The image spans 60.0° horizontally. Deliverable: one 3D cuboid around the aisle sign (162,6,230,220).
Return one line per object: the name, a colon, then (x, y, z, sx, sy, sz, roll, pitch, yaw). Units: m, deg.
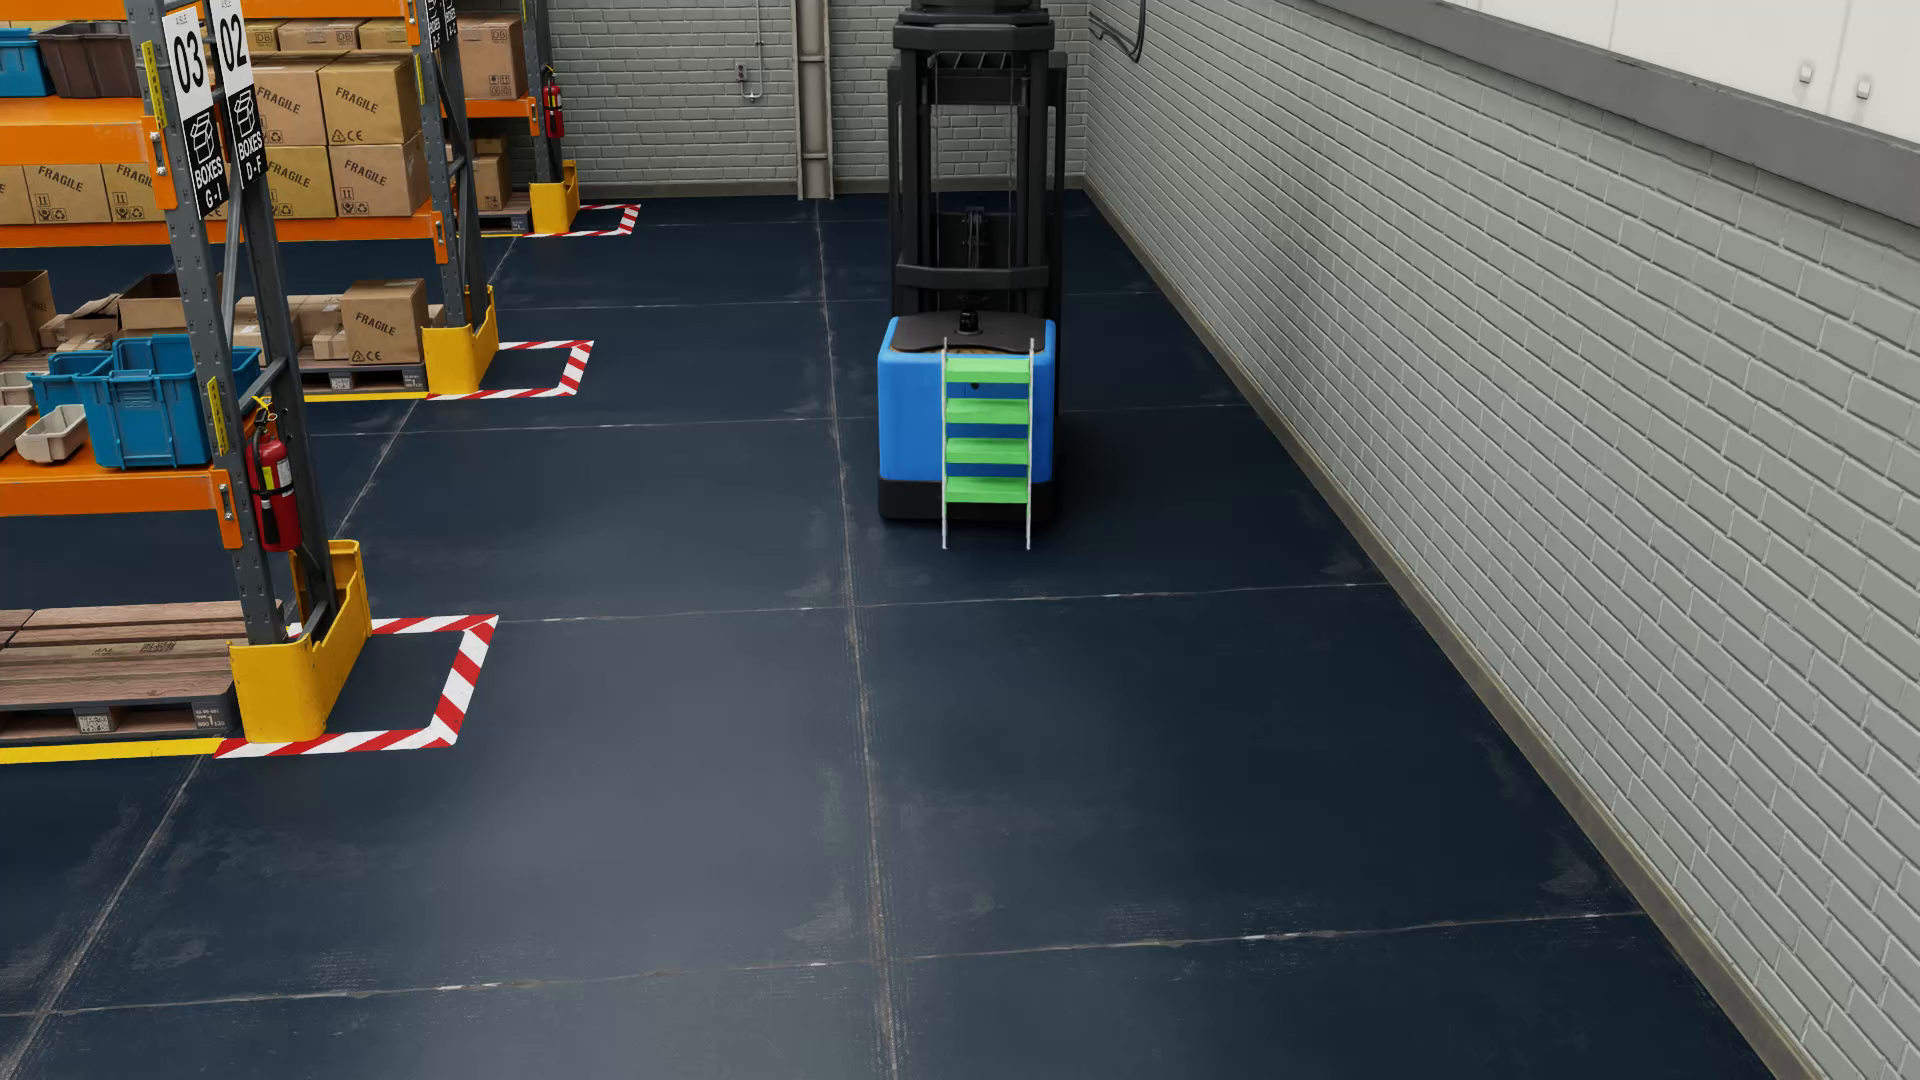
aisle sign: (-3.104, -1.740, 6.772, 0.004, 0.787, 0.394, -2, 24, -5)

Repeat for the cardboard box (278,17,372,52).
cardboard box: (-6.168, -4.725, 16.317, 0.700, 0.700, 0.980, -3, 24, -8)

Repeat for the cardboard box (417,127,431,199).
cardboard box: (-4.155, -2.805, 12.244, 0.500, 0.500, 0.500, -2, 24, -4)

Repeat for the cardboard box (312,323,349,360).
cardboard box: (-4.617, -1.476, 12.323, 0.250, 0.166, 0.380, -2, 24, -5)

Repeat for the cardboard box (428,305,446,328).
cardboard box: (-4.138, -1.691, 12.829, 0.250, 0.149, 0.380, -2, 24, -5)

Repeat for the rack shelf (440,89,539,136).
rack shelf: (-6.169, -4.264, 16.535, 4.000, 0.370, 1.077, -2, 24, -5)

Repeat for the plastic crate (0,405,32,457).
plastic crate: (-4.288, -0.463, 7.350, 0.243, 0.136, 0.396, -2, 24, -5)

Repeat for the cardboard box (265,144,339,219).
cardboard box: (-4.623, -2.566, 11.707, 0.500, 0.500, 0.500, -2, 24, -5)

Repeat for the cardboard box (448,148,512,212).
cardboard box: (-4.865, -3.654, 16.838, 0.500, 0.500, 0.700, -2, 24, -5)

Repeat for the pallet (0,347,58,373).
pallet: (-6.985, -1.263, 12.332, 1.213, 0.211, 1.003, -2, 24, -5)

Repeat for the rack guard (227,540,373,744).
rack guard: (-3.182, 0.468, 8.081, 0.348, 0.500, 1.175, -2, 24, -5)

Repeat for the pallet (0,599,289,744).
pallet: (-4.029, 0.624, 8.087, 1.213, 0.211, 1.003, -2, 24, -5)

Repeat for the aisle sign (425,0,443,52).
aisle sign: (-3.590, -3.737, 11.264, 0.004, 0.787, 0.394, -2, 24, -5)

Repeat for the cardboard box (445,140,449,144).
cardboard box: (-5.230, -3.861, 16.505, 0.250, 0.149, 0.380, -2, 24, -4)

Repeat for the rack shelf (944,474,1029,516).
rack shelf: (0.156, -0.261, 9.609, 0.480, 0.148, 0.258, 1, 24, 2)

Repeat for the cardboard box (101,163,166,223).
cardboard box: (-5.621, -2.528, 11.622, 0.500, 0.500, 0.500, -3, 24, -6)

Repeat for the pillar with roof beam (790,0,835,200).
pillar with roof beam: (-1.154, -6.131, 12.465, 0.400, 9.000, 9.100, -2, 24, -5)

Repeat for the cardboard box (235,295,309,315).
cardboard box: (-5.252, -1.668, 12.653, 0.500, 0.250, 0.500, -2, 24, -5)

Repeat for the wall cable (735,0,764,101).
wall cable: (-2.997, -5.570, 17.338, 1.851, 1.984, 0.084, -2, 24, -5)

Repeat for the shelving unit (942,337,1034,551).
shelving unit: (0.156, -0.539, 9.485, 0.503, 1.200, 0.258, 1, 24, 2)

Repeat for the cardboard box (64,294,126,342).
cardboard box: (-6.383, -1.650, 12.539, 0.500, 0.311, 0.500, -2, 24, -5)

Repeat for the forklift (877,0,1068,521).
forklift: (0.119, -2.007, 10.656, 1.130, 2.935, 3.031, 1, 24, 3)

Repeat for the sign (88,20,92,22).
sign: (-8.096, -4.787, 15.498, 0.005, 0.325, 0.100, -2, 24, -5)

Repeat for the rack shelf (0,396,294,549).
rack shelf: (-5.195, -0.259, 7.526, 4.000, 0.370, 1.077, -2, 24, -5)

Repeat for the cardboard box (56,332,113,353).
cardboard box: (-6.370, -1.385, 12.119, 0.250, 0.166, 0.380, -2, 24, -5)

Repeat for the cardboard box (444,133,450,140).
cardboard box: (-5.265, -4.015, 16.853, 0.250, 0.149, 0.380, -2, 24, -5)

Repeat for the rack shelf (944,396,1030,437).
rack shelf: (0.156, -0.700, 9.414, 0.480, 0.148, 0.258, 1, 24, 2)

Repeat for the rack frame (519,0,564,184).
rack frame: (-4.179, -4.672, 16.569, 0.127, 3.000, 1.000, -2, 24, -5)

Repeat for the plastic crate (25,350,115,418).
plastic crate: (-4.138, -0.716, 7.800, 0.300, 0.233, 0.416, -2, 24, -5)

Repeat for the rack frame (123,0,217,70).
rack frame: (-3.205, -3.409, 6.341, 0.127, 3.000, 1.000, -2, 24, -5)

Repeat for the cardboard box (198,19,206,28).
cardboard box: (-7.618, -4.665, 16.183, 0.700, 0.700, 0.980, -2, 24, -4)

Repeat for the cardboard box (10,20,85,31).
cardboard box: (-8.599, -4.924, 15.698, 0.500, 0.250, 0.500, -2, 24, -4)

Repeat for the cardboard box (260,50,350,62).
cardboard box: (-4.675, -3.238, 11.987, 0.500, 0.500, 0.500, -2, 24, -5)

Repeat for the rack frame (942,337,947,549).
rack frame: (-0.087, -0.543, 9.495, 0.015, 1.200, 0.240, 1, 24, 2)

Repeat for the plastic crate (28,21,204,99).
plastic crate: (-3.615, -2.076, 7.196, 0.590, 0.269, 0.497, -2, 24, -5)

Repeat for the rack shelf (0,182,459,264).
rack shelf: (-5.678, -2.262, 12.031, 4.000, 0.370, 1.077, -2, 24, -5)

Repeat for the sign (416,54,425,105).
sign: (-3.653, -3.119, 11.259, 0.005, 0.325, 0.100, -2, 24, -5)

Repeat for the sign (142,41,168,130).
sign: (-3.135, -1.769, 6.473, 0.005, 0.325, 0.100, -2, 24, -5)

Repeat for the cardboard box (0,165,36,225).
cardboard box: (-6.625, -2.488, 11.532, 0.500, 0.500, 0.500, -2, 24, -4)

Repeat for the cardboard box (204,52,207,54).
cardboard box: (-5.679, -3.199, 11.900, 0.500, 0.500, 0.500, -3, 24, -6)

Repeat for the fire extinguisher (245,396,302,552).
fire extinguisher: (-3.010, -0.285, 7.251, 0.183, 0.674, 0.296, -2, 24, -5)

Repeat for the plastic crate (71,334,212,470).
plastic crate: (-3.520, -0.623, 7.340, 0.499, 0.435, 0.616, -2, 24, -5)

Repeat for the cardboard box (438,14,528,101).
cardboard box: (-4.685, -4.785, 16.453, 0.700, 0.700, 0.980, -1, 24, -3)

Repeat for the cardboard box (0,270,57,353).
cardboard box: (-7.130, -1.707, 12.433, 0.500, 0.500, 0.500, -2, 24, -5)

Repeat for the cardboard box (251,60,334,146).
cardboard box: (-4.607, -3.023, 11.505, 0.500, 0.500, 0.500, -2, 24, -4)
